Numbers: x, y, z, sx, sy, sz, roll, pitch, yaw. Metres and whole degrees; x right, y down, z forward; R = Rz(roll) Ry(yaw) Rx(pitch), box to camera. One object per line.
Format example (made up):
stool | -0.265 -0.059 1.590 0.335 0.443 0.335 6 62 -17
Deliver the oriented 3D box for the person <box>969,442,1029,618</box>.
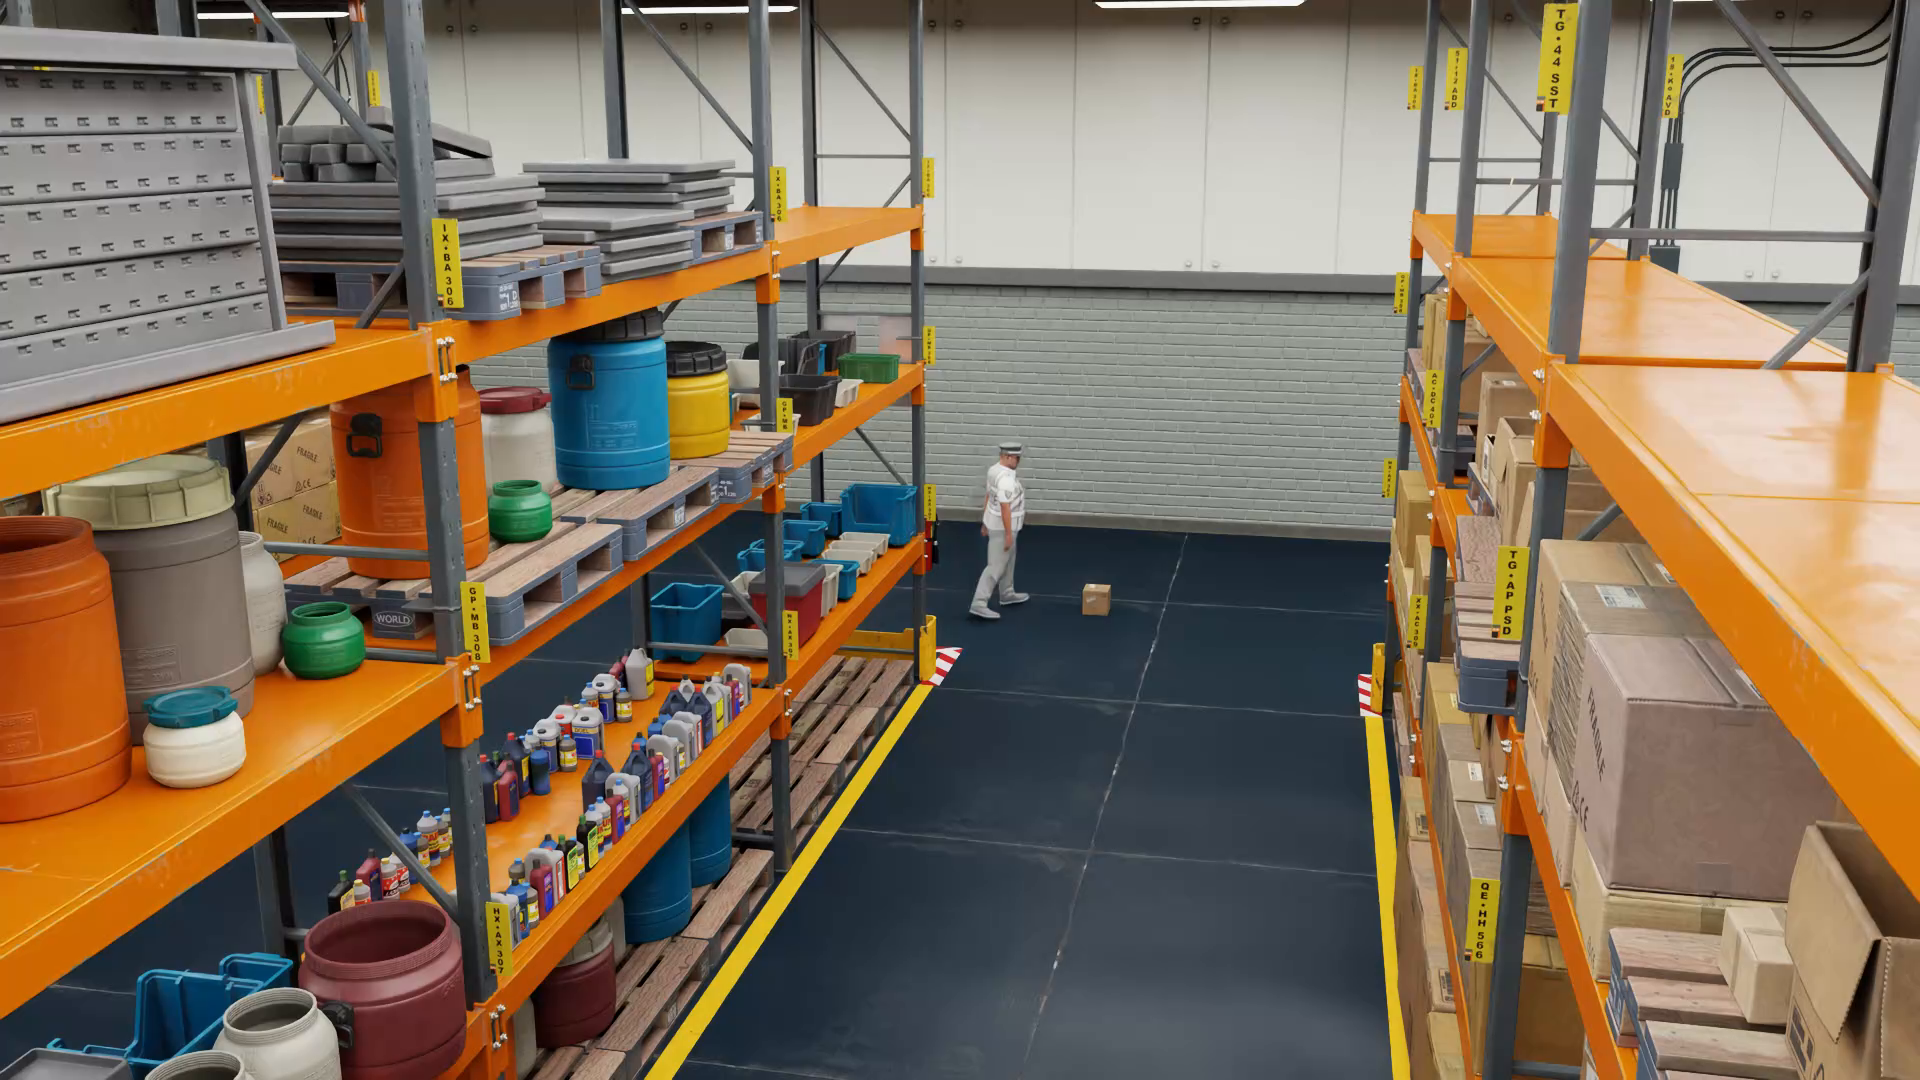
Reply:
person | 0.411 -0.124 16.470 0.705 1.723 0.701 -3 15 -10
